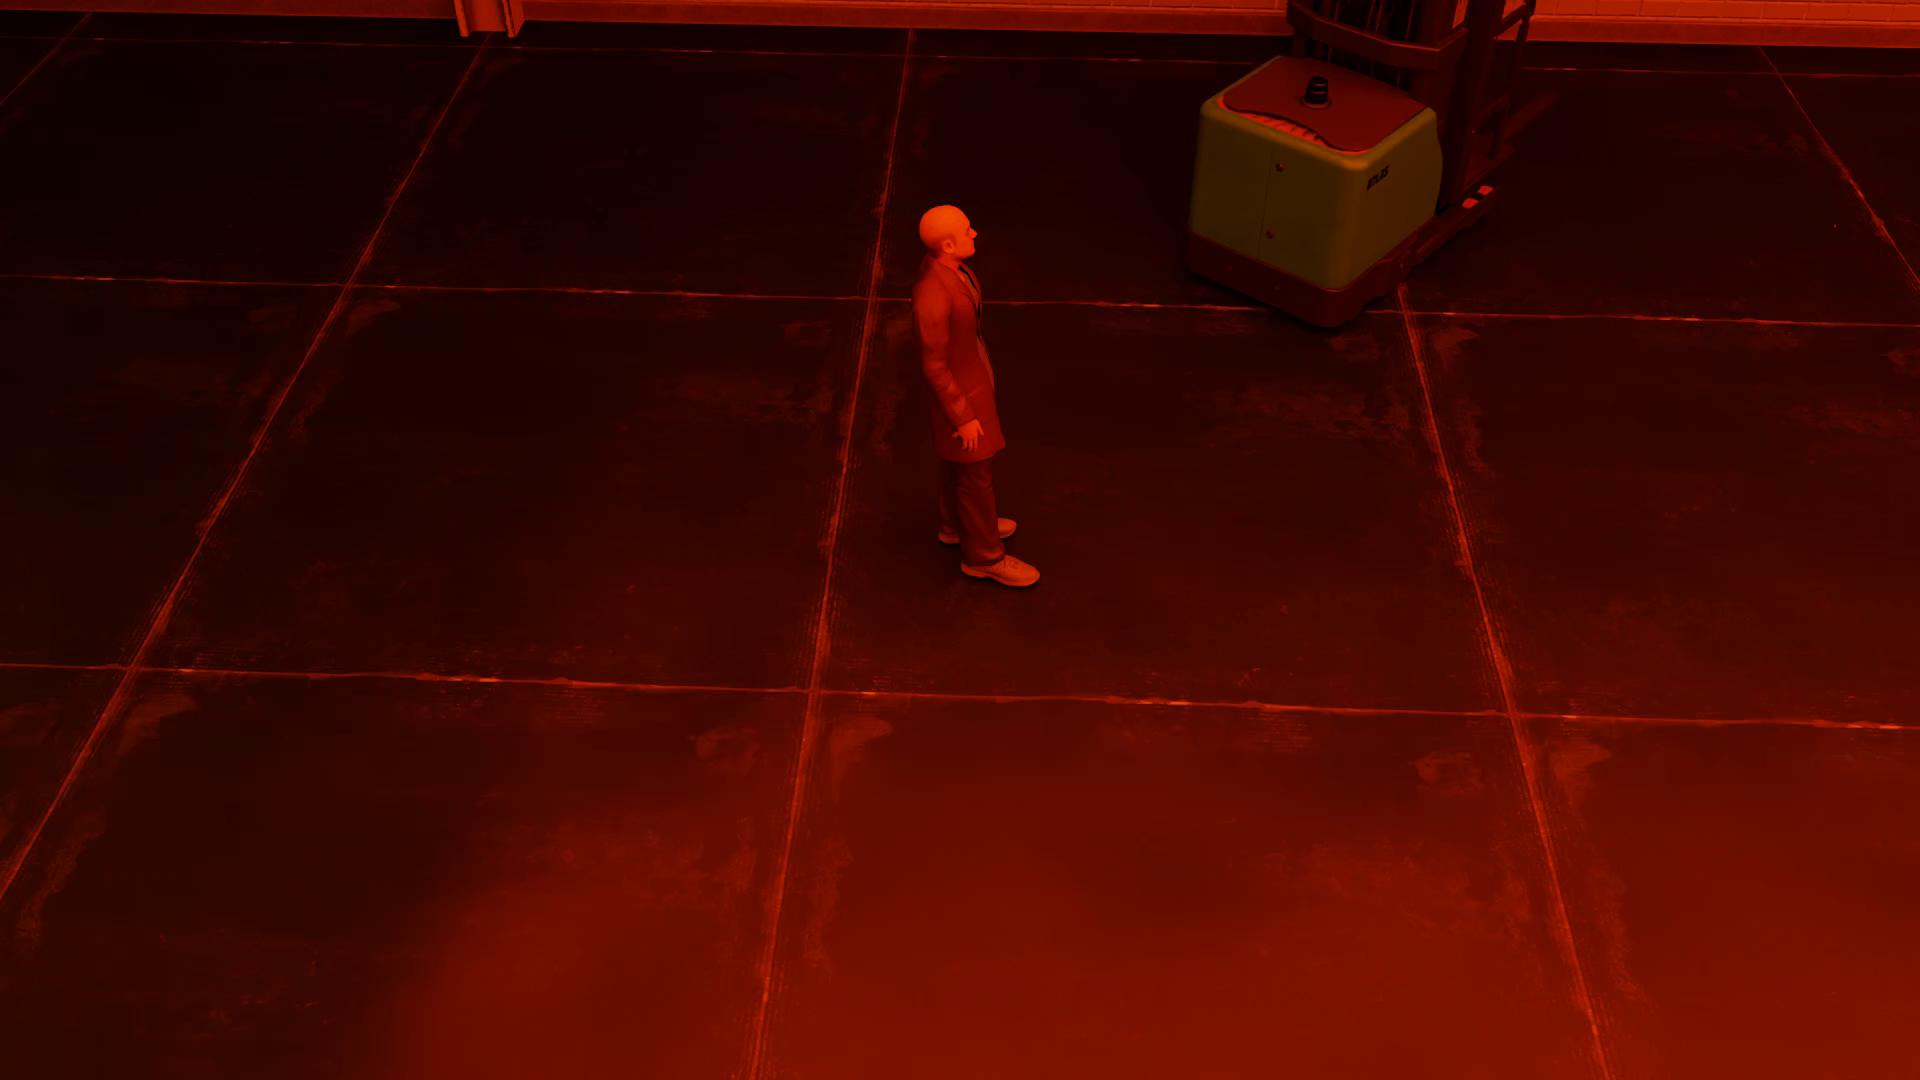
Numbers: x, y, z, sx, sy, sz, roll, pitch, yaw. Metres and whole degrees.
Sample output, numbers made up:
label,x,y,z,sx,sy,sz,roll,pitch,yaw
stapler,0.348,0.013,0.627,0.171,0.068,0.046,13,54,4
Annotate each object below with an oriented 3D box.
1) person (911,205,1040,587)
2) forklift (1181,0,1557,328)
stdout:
label,x,y,z,sx,sy,sz,roll,pitch,yaw
person,0.090,-0.656,7.306,0.582,1.775,0.696,2,42,2
forklift,2.612,-3.162,9.206,1.130,2.935,3.031,30,50,29
